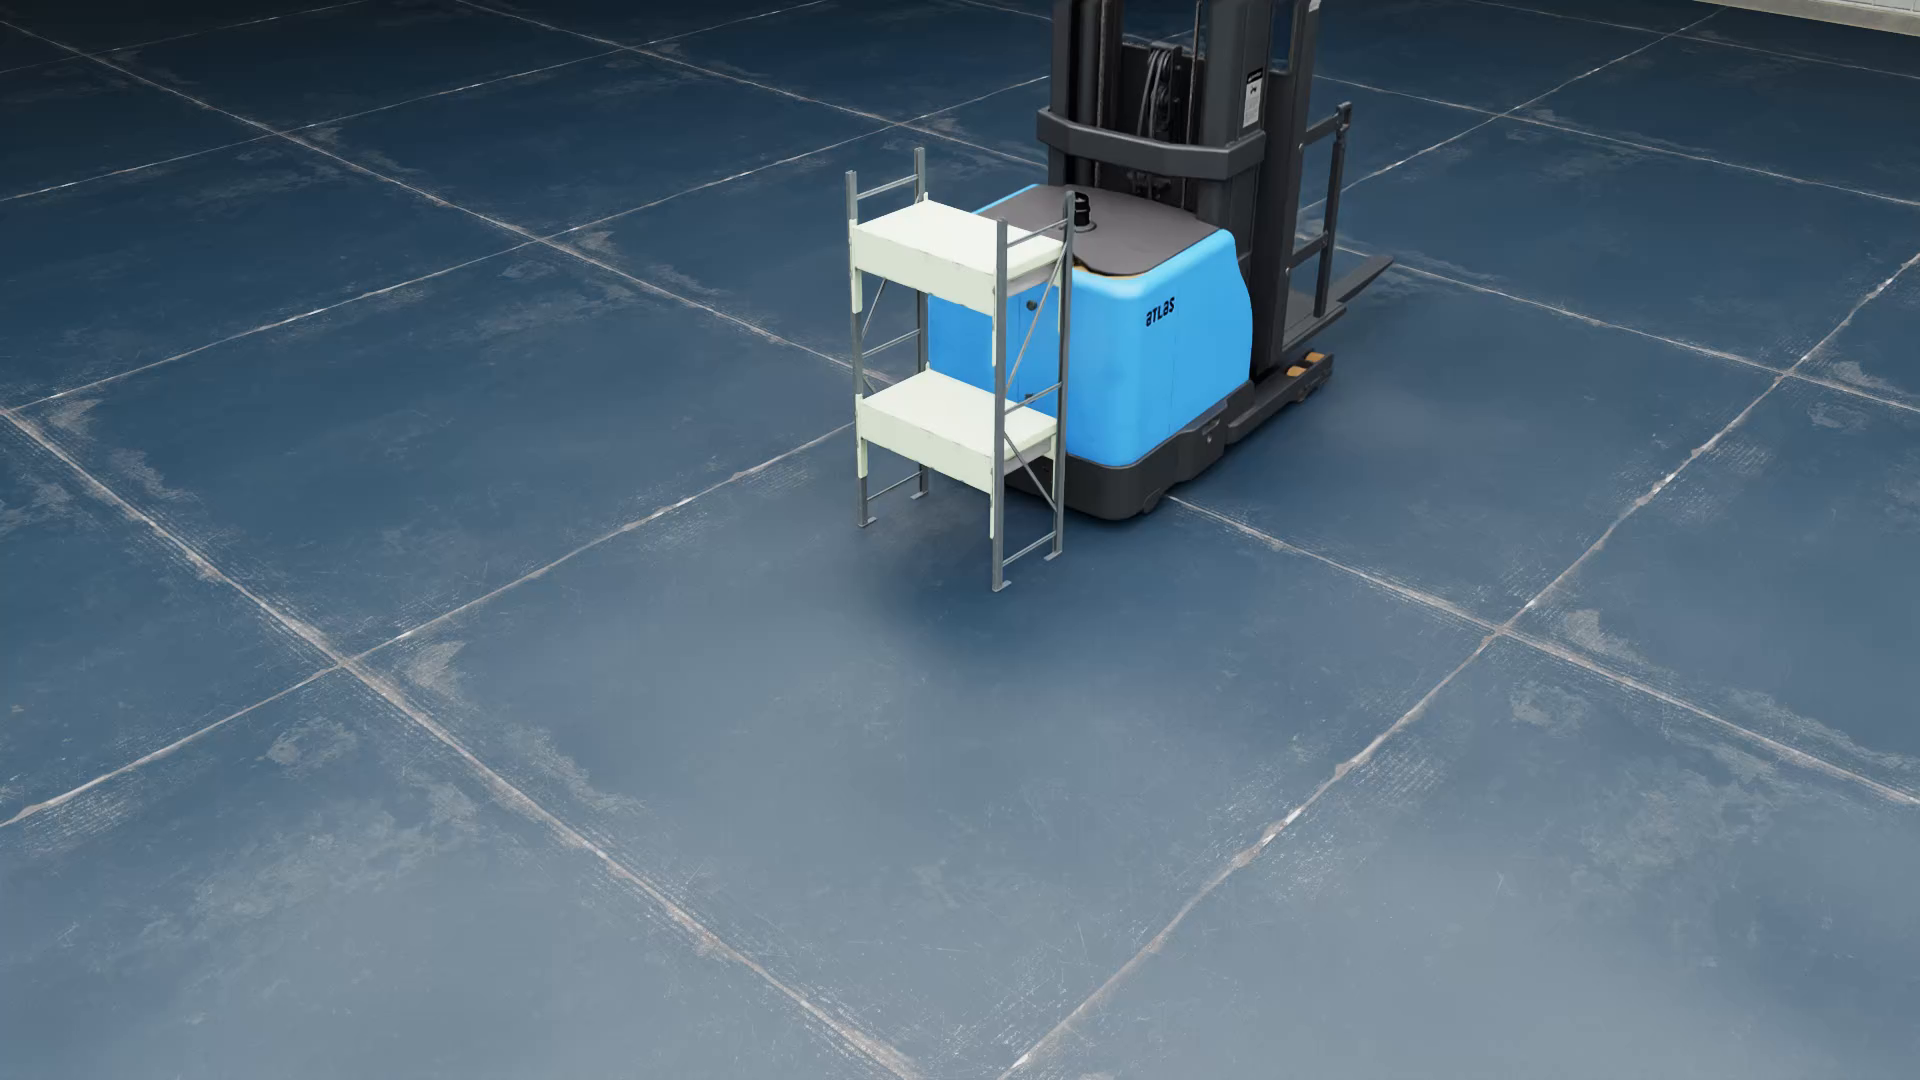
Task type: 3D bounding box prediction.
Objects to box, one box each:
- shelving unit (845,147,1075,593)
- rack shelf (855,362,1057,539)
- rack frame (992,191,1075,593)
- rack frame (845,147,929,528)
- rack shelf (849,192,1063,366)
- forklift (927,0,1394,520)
[{"bbox_3d":[-0.005,-0.645,6.367,0.755,1.500,0.431,25,39,35],"label":"shelving unit"},{"bbox_3d":[-0.005,-0.366,6.535,0.720,0.370,0.431,25,39,35],"label":"rack shelf"},{"bbox_3d":[0.266,-0.518,6.157,0.023,1.500,0.400,25,39,35],"label":"rack frame"},{"bbox_3d":[-0.276,-0.772,6.577,0.023,1.500,0.400,25,39,35],"label":"rack frame"},{"bbox_3d":[-0.005,-0.979,6.166,0.720,0.370,0.431,25,39,35],"label":"rack shelf"},{"bbox_3d":[1.131,-2.041,7.299,1.130,2.935,3.031,21,37,31],"label":"forklift"}]
